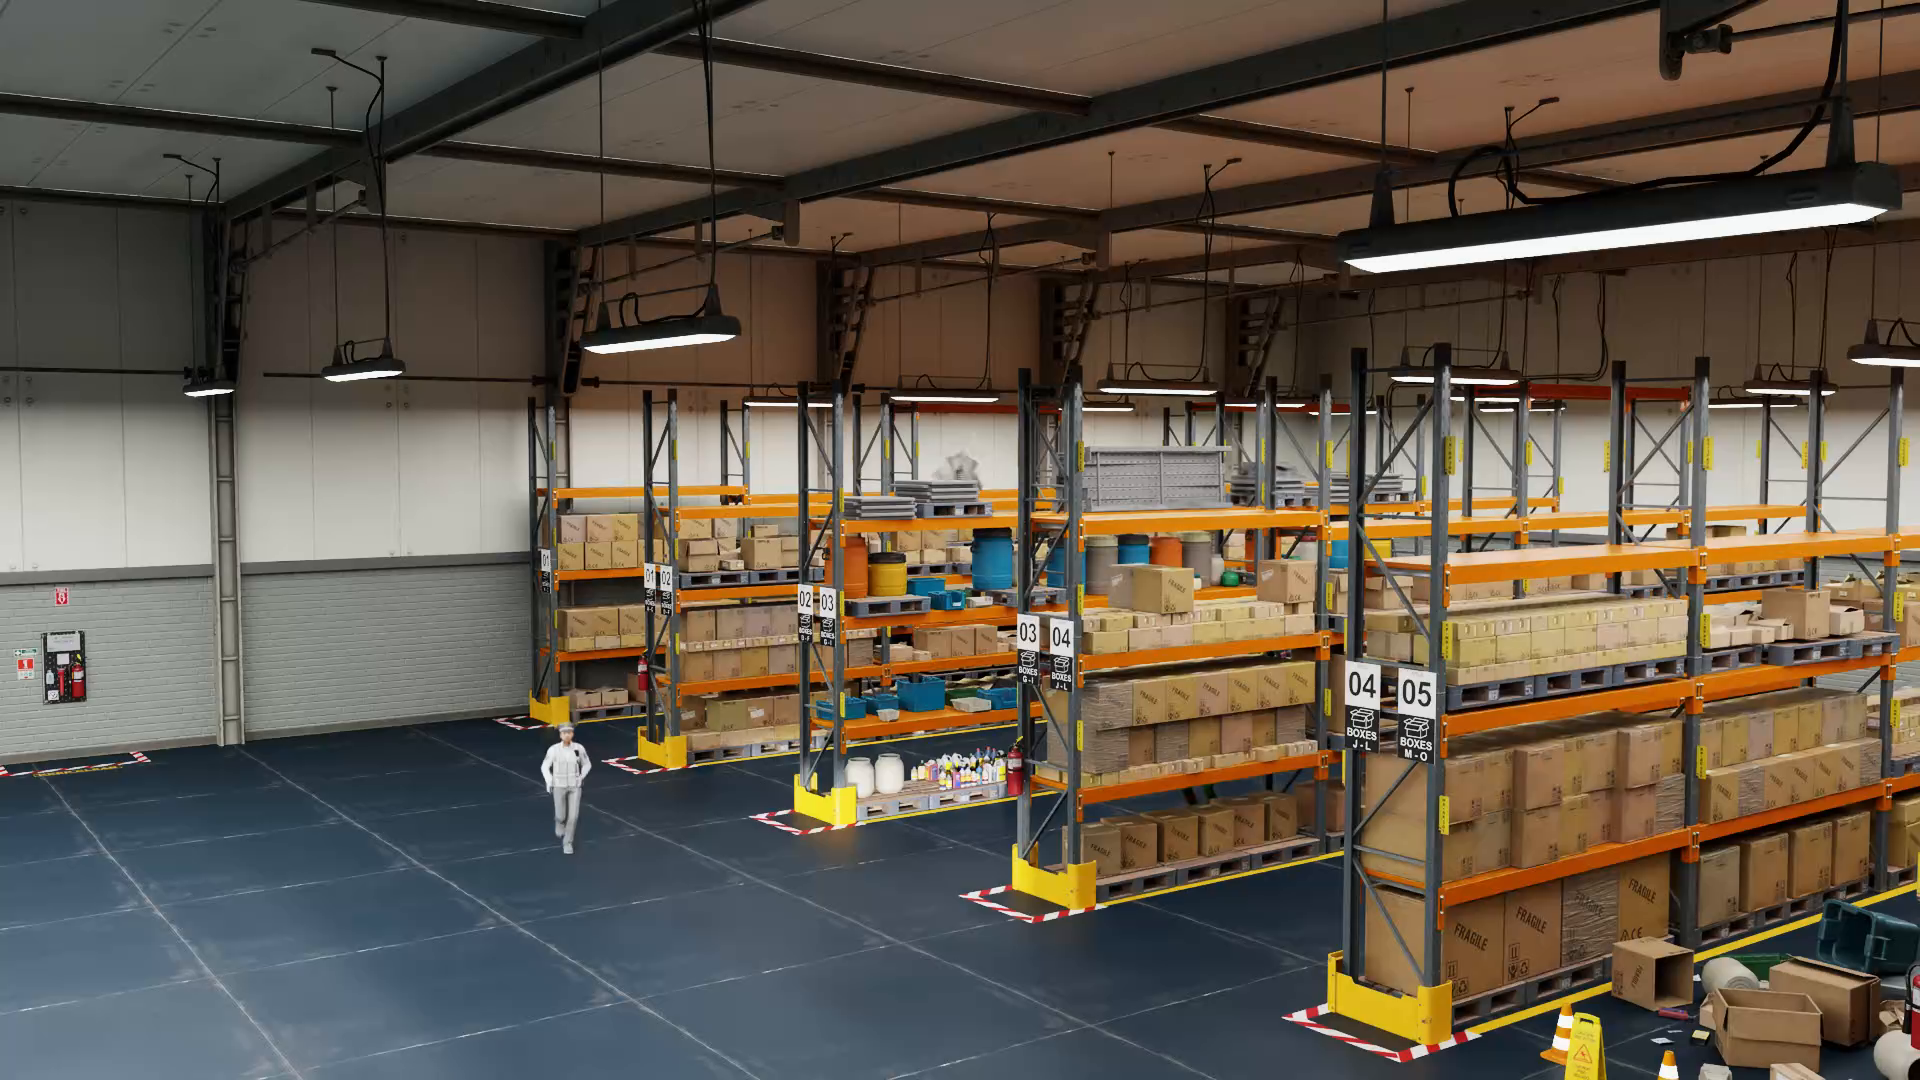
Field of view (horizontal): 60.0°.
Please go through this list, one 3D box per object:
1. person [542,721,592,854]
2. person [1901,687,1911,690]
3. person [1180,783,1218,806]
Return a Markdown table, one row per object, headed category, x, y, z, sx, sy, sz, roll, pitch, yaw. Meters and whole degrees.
| category | x | y | z | sx | sy | sz | roll | pitch | yaw |
| --- | --- | --- | --- | --- | --- | --- | --- | --- | --- |
| person | -4.961 | 3.104 | 21.002 | 0.615 | 1.657 | 0.555 | -1 | 4 | -18 |
| person | 13.758 | 2.949 | 24.094 | 0.610 | 1.631 | 0.625 | -2 | 4 | -26 |
| person | 3.215 | 2.952 | 22.298 | 0.709 | 1.792 | 0.641 | -3 | 5 | -45 |
